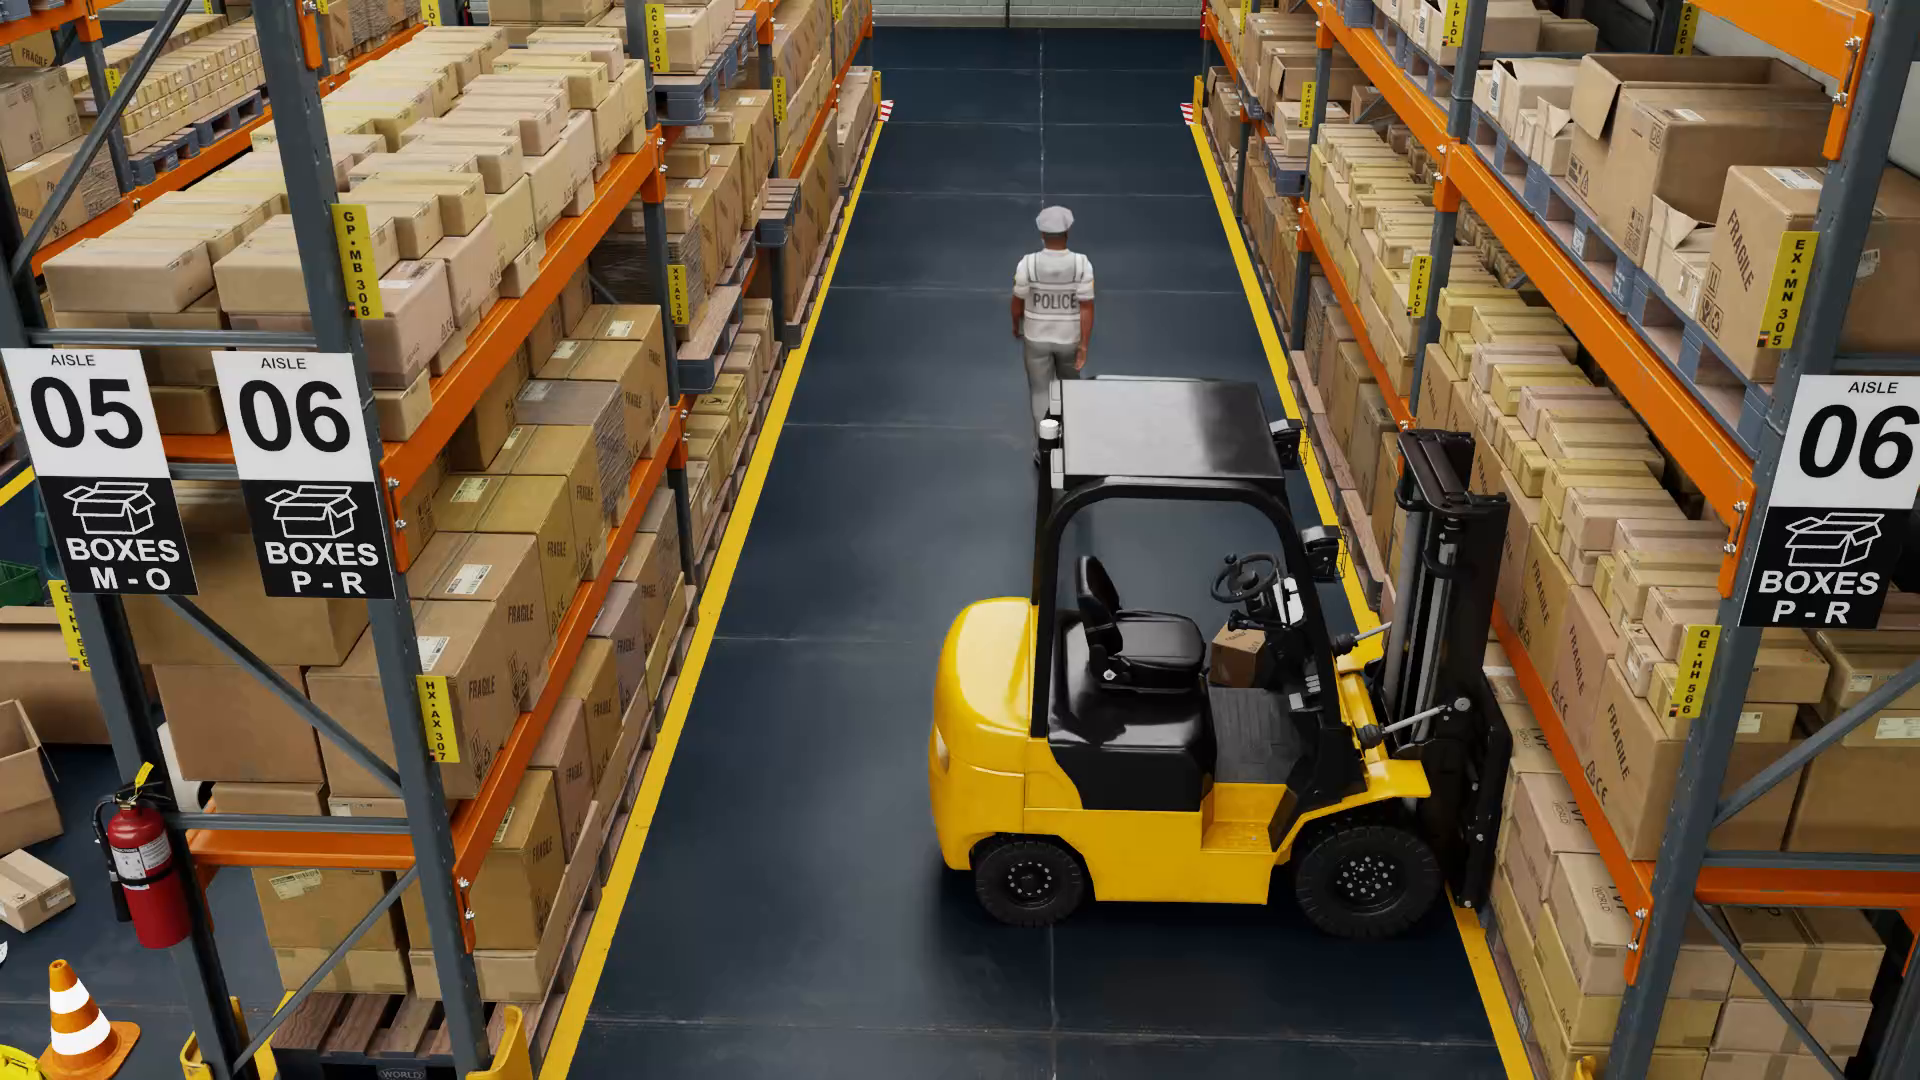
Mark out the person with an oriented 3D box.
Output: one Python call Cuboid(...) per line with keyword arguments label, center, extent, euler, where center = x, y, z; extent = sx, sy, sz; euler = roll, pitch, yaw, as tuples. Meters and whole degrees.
Cuboid(label="person", center=(0.607, -1.434, 11.289), extent=(0.539, 1.751, 0.928), euler=(-2, 28, -3))
